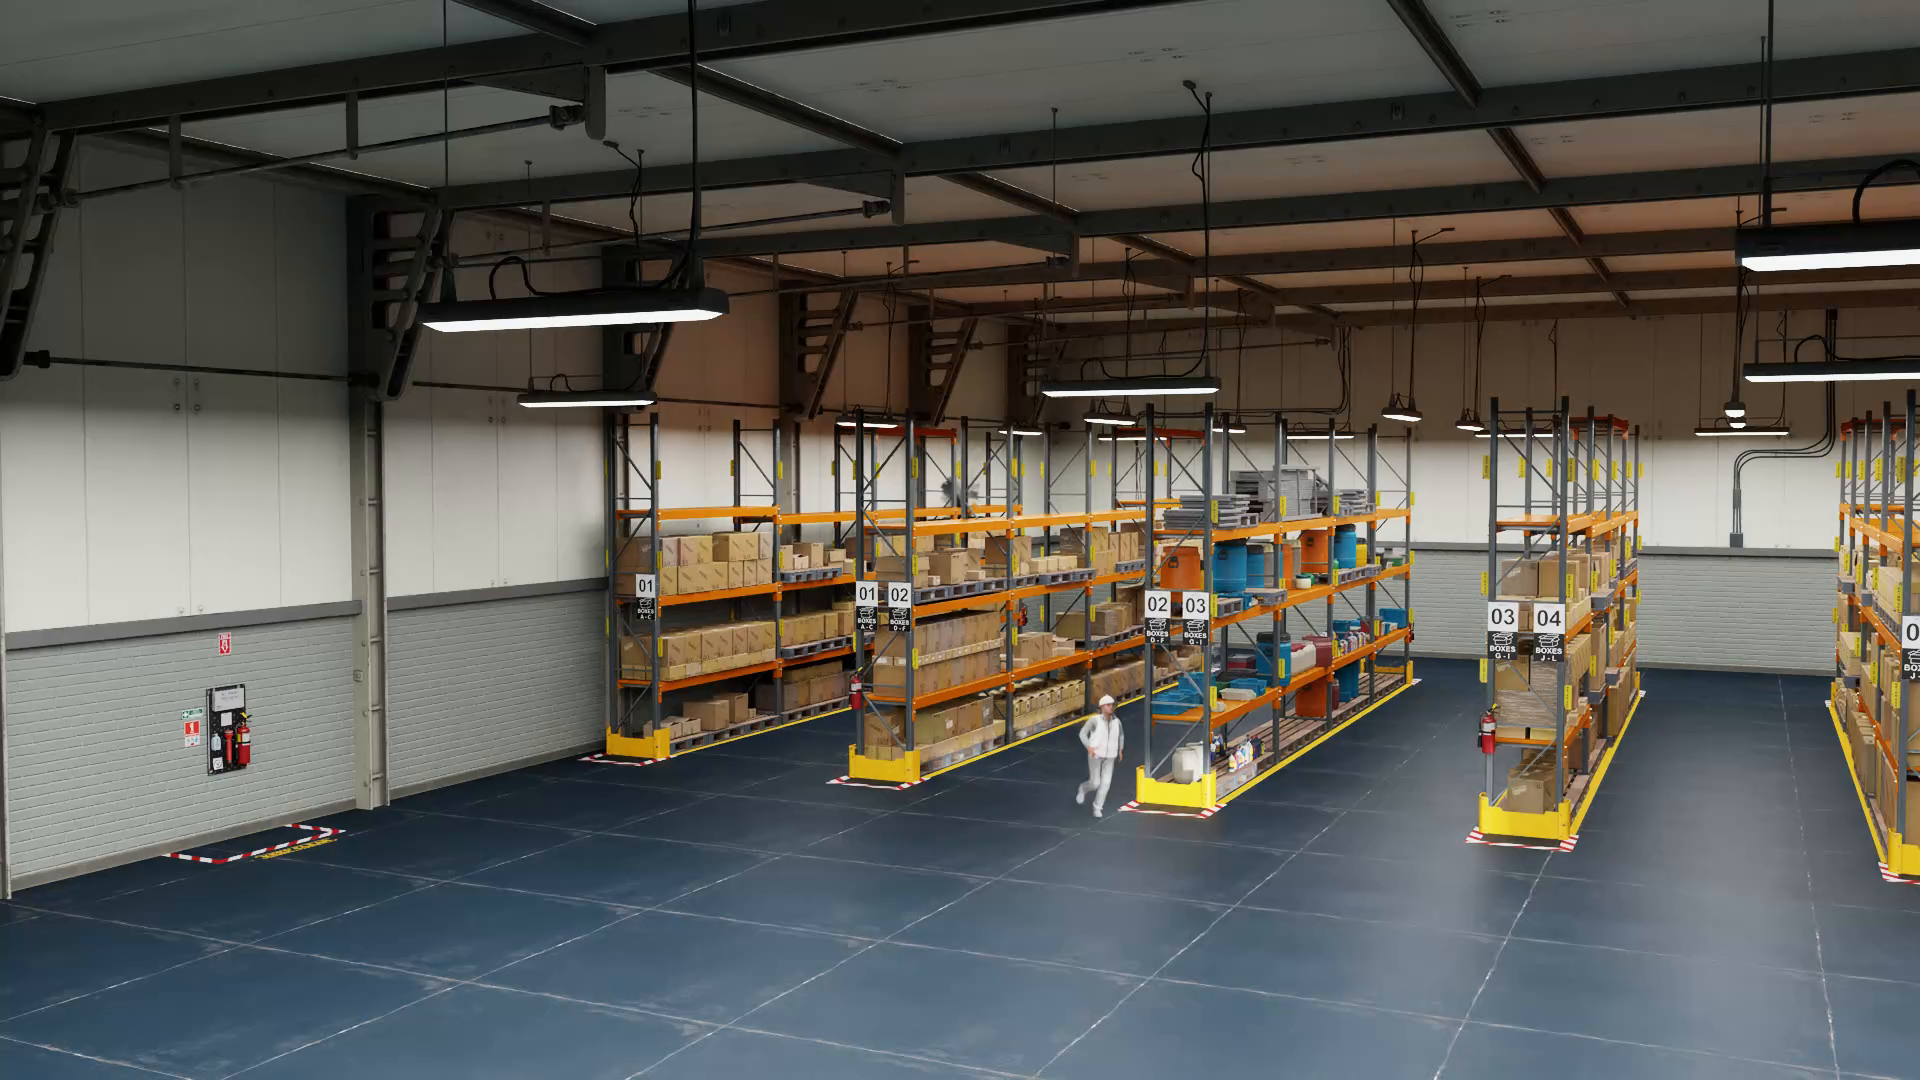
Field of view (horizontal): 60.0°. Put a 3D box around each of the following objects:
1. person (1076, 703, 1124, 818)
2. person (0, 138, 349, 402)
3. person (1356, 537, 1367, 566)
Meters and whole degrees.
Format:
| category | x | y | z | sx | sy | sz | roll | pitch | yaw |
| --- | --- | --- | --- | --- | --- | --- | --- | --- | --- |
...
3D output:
| category | x | y | z | sx | sy | sz | roll | pitch | yaw |
| --- | --- | --- | --- | --- | --- | --- | --- | --- | --- |
| person | 2.101 | 3.153 | 24.206 | 0.706 | 1.660 | 0.732 | -1 | 3 | -17 |
| person | 3.740 | -0.711 | 28.773 | 35.887 | 8.988 | 7.121 | -2 | 3 | -34 |
| person | 16.469 | 1.371 | 33.241 | 17.082 | 2.717 | 4.220 | 1 | 3 | 23 |
